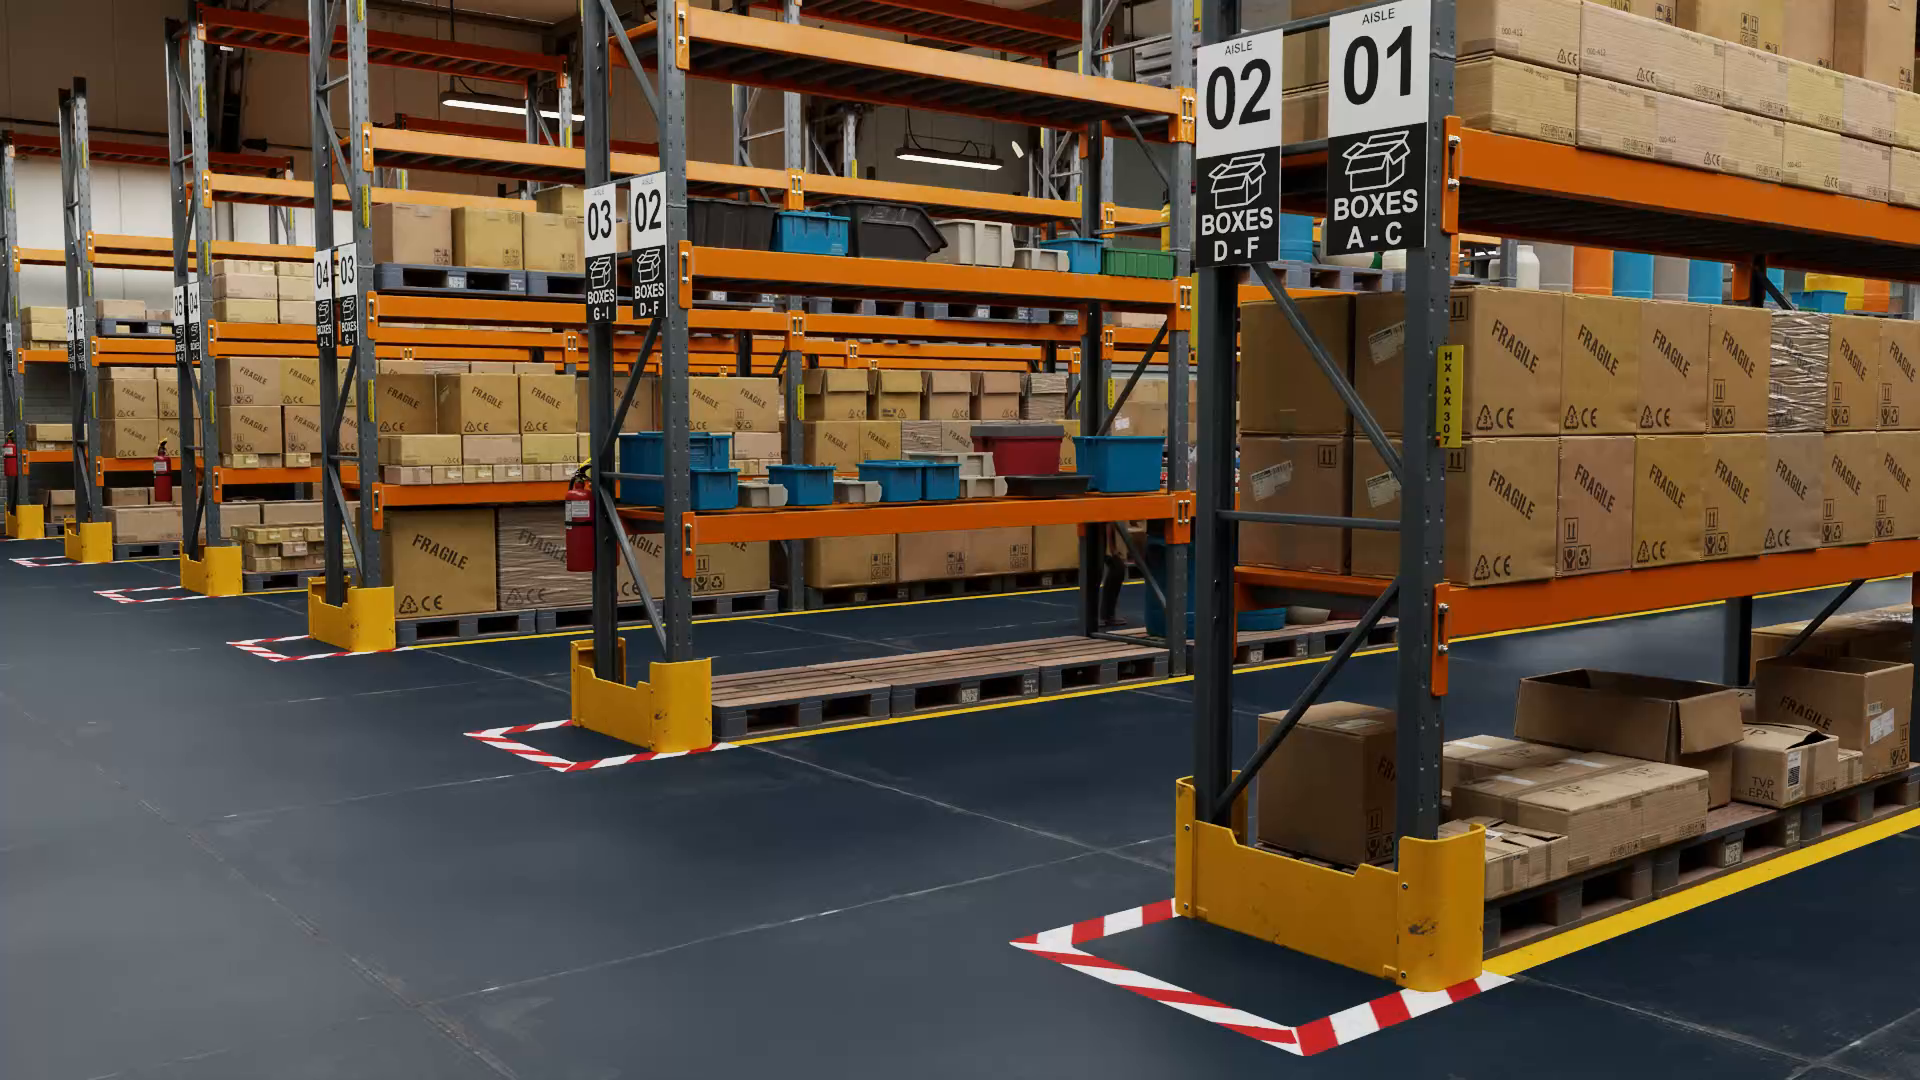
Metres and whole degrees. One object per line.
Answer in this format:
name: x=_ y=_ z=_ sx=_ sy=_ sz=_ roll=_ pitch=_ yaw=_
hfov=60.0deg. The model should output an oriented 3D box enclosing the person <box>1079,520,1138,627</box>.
person: x=1.357 y=0.017 z=14.645 sx=0.409 sy=1.502 sz=0.656 roll=-4 pitch=6 yaw=-40
